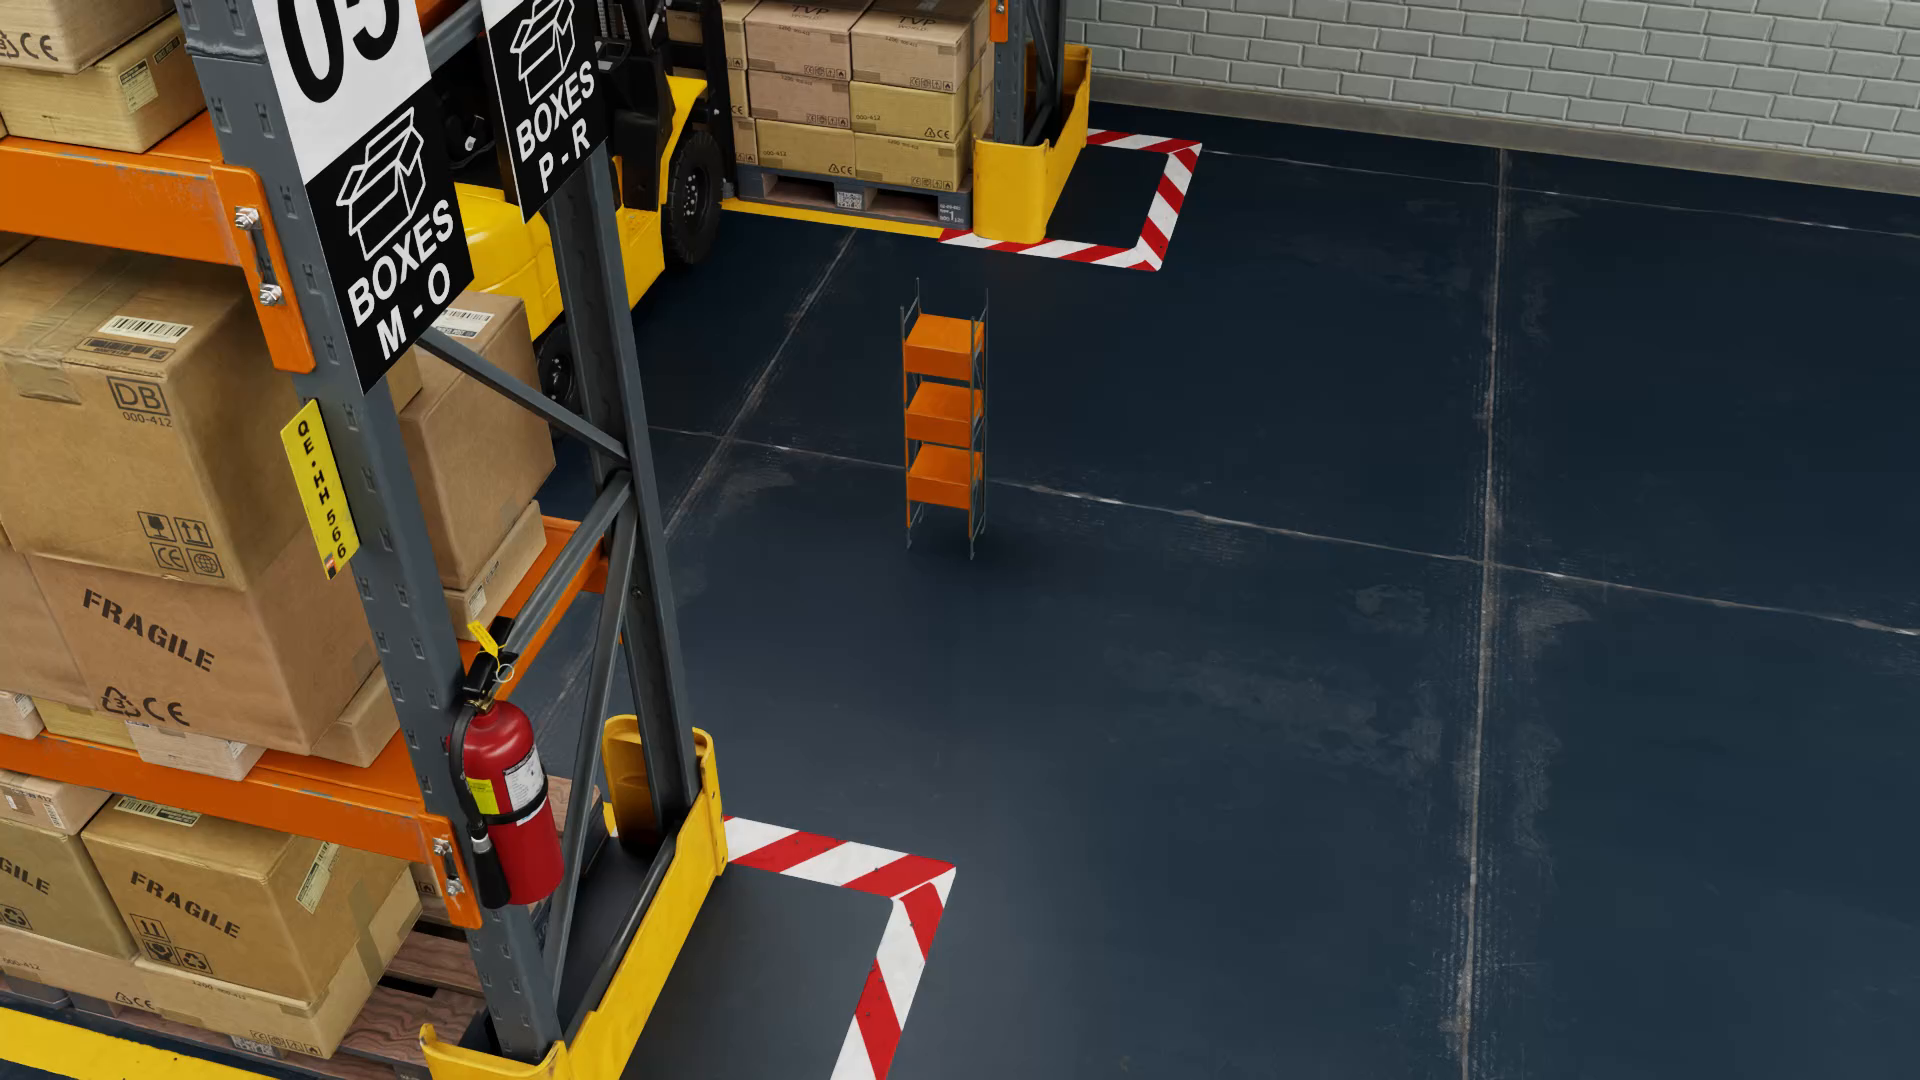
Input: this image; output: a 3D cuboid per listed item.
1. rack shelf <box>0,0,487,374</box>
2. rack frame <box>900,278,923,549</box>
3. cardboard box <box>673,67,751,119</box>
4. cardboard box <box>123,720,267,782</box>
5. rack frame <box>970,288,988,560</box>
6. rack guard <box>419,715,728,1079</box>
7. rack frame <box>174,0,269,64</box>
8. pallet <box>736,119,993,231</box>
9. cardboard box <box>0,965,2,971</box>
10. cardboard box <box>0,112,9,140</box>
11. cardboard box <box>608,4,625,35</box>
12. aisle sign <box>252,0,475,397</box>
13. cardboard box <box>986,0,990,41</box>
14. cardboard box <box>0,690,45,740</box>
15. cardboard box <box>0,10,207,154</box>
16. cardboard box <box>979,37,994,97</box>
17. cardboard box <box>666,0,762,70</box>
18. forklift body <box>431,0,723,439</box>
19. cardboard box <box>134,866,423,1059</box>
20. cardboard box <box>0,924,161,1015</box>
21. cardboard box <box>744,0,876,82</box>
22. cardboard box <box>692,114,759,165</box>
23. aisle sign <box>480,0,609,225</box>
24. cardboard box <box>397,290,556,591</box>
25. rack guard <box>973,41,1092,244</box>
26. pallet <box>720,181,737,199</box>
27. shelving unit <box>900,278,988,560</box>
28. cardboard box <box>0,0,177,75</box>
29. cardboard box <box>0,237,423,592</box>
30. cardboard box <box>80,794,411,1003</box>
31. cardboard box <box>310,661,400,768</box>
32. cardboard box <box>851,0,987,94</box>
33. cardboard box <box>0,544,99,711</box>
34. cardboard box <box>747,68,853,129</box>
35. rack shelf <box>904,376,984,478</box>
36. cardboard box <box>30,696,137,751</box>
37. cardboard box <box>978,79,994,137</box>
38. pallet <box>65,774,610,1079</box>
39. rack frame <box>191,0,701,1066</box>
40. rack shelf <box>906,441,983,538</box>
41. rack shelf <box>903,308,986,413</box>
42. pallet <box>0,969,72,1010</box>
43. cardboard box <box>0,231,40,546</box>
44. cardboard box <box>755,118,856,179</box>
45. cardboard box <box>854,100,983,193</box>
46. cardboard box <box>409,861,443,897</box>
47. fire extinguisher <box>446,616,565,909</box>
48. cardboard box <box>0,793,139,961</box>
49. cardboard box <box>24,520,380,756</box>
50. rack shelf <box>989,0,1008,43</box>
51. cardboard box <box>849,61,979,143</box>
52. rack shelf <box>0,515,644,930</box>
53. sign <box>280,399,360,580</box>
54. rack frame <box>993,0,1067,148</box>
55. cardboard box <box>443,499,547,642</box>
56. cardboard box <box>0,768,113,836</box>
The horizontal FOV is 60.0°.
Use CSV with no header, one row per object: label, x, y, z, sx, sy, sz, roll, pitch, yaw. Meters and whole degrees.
rack shelf,-2.871,-1.066,3.414,4.000,0.370,1.077,10,41,11
rack frame,-0.170,-0.431,5.947,0.008,1.050,0.200,10,41,11
cardboard box,-1.196,-2.293,8.071,0.500,0.250,0.500,9,41,10
cardboard box,-1.628,0.334,3.716,0.250,0.149,0.380,9,41,11
rack frame,0.066,-0.391,5.899,0.008,1.050,0.200,10,41,11
rack guard,-1.012,1.084,4.570,0.348,0.500,1.175,10,41,11
rack frame,-0.939,-2.157,1.822,0.127,3.000,1.000,10,41,11
pallet,-0.409,-1.978,8.441,1.213,0.211,1.003,10,41,11
cardboard box,-2.794,0.890,4.669,0.500,0.250,0.500,8,41,10
cardboard box,-1.604,-0.819,2.756,0.250,0.149,0.380,10,41,12
cardboard box,-1.657,-2.566,8.007,0.500,0.250,0.500,9,41,11
aisle sign,-0.954,-0.665,2.688,0.004,0.787,0.394,10,41,11
cardboard box,-0.074,-2.633,8.087,0.500,0.250,0.500,9,41,11
cardboard box,-2.127,0.254,3.811,0.250,0.149,0.380,10,41,12
cardboard box,-1.356,-0.798,2.731,0.250,0.149,0.380,10,41,12
cardboard box,-0.060,-2.451,8.259,0.500,0.250,0.500,10,41,12
cardboard box,-1.169,-2.477,7.901,0.500,0.250,0.500,10,41,12
forklift body,-1.962,-1.801,6.722,1.214,2.155,2.313,10,41,11
cardboard box,-1.812,1.061,4.466,0.500,0.250,0.500,10,41,11
cardboard box,-2.287,0.974,4.570,0.500,0.250,0.500,10,41,12
cardboard box,-0.679,-2.399,7.809,0.500,0.250,0.500,10,41,12
cardboard box,-1.153,-2.112,8.243,0.500,0.250,0.500,10,41,12
aisle sign,-0.799,-1.038,3.132,0.004,0.787,0.394,10,41,11
cardboard box,-1.324,-0.263,3.922,0.500,0.500,0.500,9,41,11
rack guard,0.364,-1.983,8.223,0.348,0.500,1.175,10,41,11
pallet,-1.583,-2.182,8.684,1.213,0.211,1.003,10,41,11
shelving unit,-0.052,-0.411,5.923,0.252,1.050,0.215,10,41,11
cardboard box,-1.502,-0.983,2.641,0.500,0.250,0.500,9,41,11
cardboard box,-1.488,-0.345,3.241,0.500,0.500,0.700,9,41,10
cardboard box,-1.780,0.774,4.225,0.500,0.500,0.500,10,41,12
cardboard box,-1.355,0.307,3.748,0.250,0.149,0.380,11,41,13
cardboard box,-0.185,-2.318,7.712,0.500,0.250,0.500,11,41,13
cardboard box,-2.017,-0.018,3.629,0.500,0.500,0.500,10,41,12
cardboard box,-0.692,-2.221,7.985,0.500,0.250,0.500,9,41,11
rack shelf,-0.052,-0.403,5.930,0.240,0.259,0.215,10,41,11
cardboard box,-1.871,0.278,3.782,0.250,0.149,0.380,9,41,11
cardboard box,-0.083,-2.256,8.415,0.500,0.250,0.500,10,41,12
pallet,-1.788,1.038,4.850,1.213,0.211,1.003,10,41,11
rack frame,-0.939,0.140,3.751,0.127,3.000,1.000,10,41,11
rack shelf,-0.052,-0.190,6.108,0.240,0.259,0.215,10,41,11
rack shelf,-0.052,-0.620,5.747,0.240,0.259,0.215,10,41,11
pallet,-2.962,0.834,5.093,1.213,0.211,1.003,10,41,11
cardboard box,-1.975,-0.433,3.347,0.500,0.500,0.700,10,41,12
cardboard box,-0.673,-2.023,8.138,0.500,0.250,0.500,10,41,11
cardboard box,-0.195,-1.934,8.032,0.500,0.250,0.500,10,41,12
cardboard box,-1.646,0.726,4.865,0.500,0.250,0.500,9,41,11
fire extinguisher,-0.947,0.475,3.412,0.183,0.674,0.296,10,41,11
cardboard box,-2.285,0.689,4.326,0.500,0.500,0.500,11,41,13
cardboard box,-1.534,0.069,3.527,0.500,0.500,0.500,9,41,11
rack shelf,-1.591,-3.002,8.051,4.000,0.370,1.077,10,41,11
cardboard box,-0.210,-2.131,7.877,0.500,0.250,0.500,9,41,11
rack shelf,-2.871,0.083,4.378,4.000,0.370,1.077,10,41,11
sign,-1.101,-0.083,2.871,0.005,0.325,0.100,10,41,11
rack frame,0.341,-2.945,7.424,0.127,3.000,1.000,10,41,11
cardboard box,-1.213,0.051,4.052,0.250,0.149,0.380,10,41,12
cardboard box,-2.152,0.506,4.039,0.250,0.149,0.380,11,41,13
